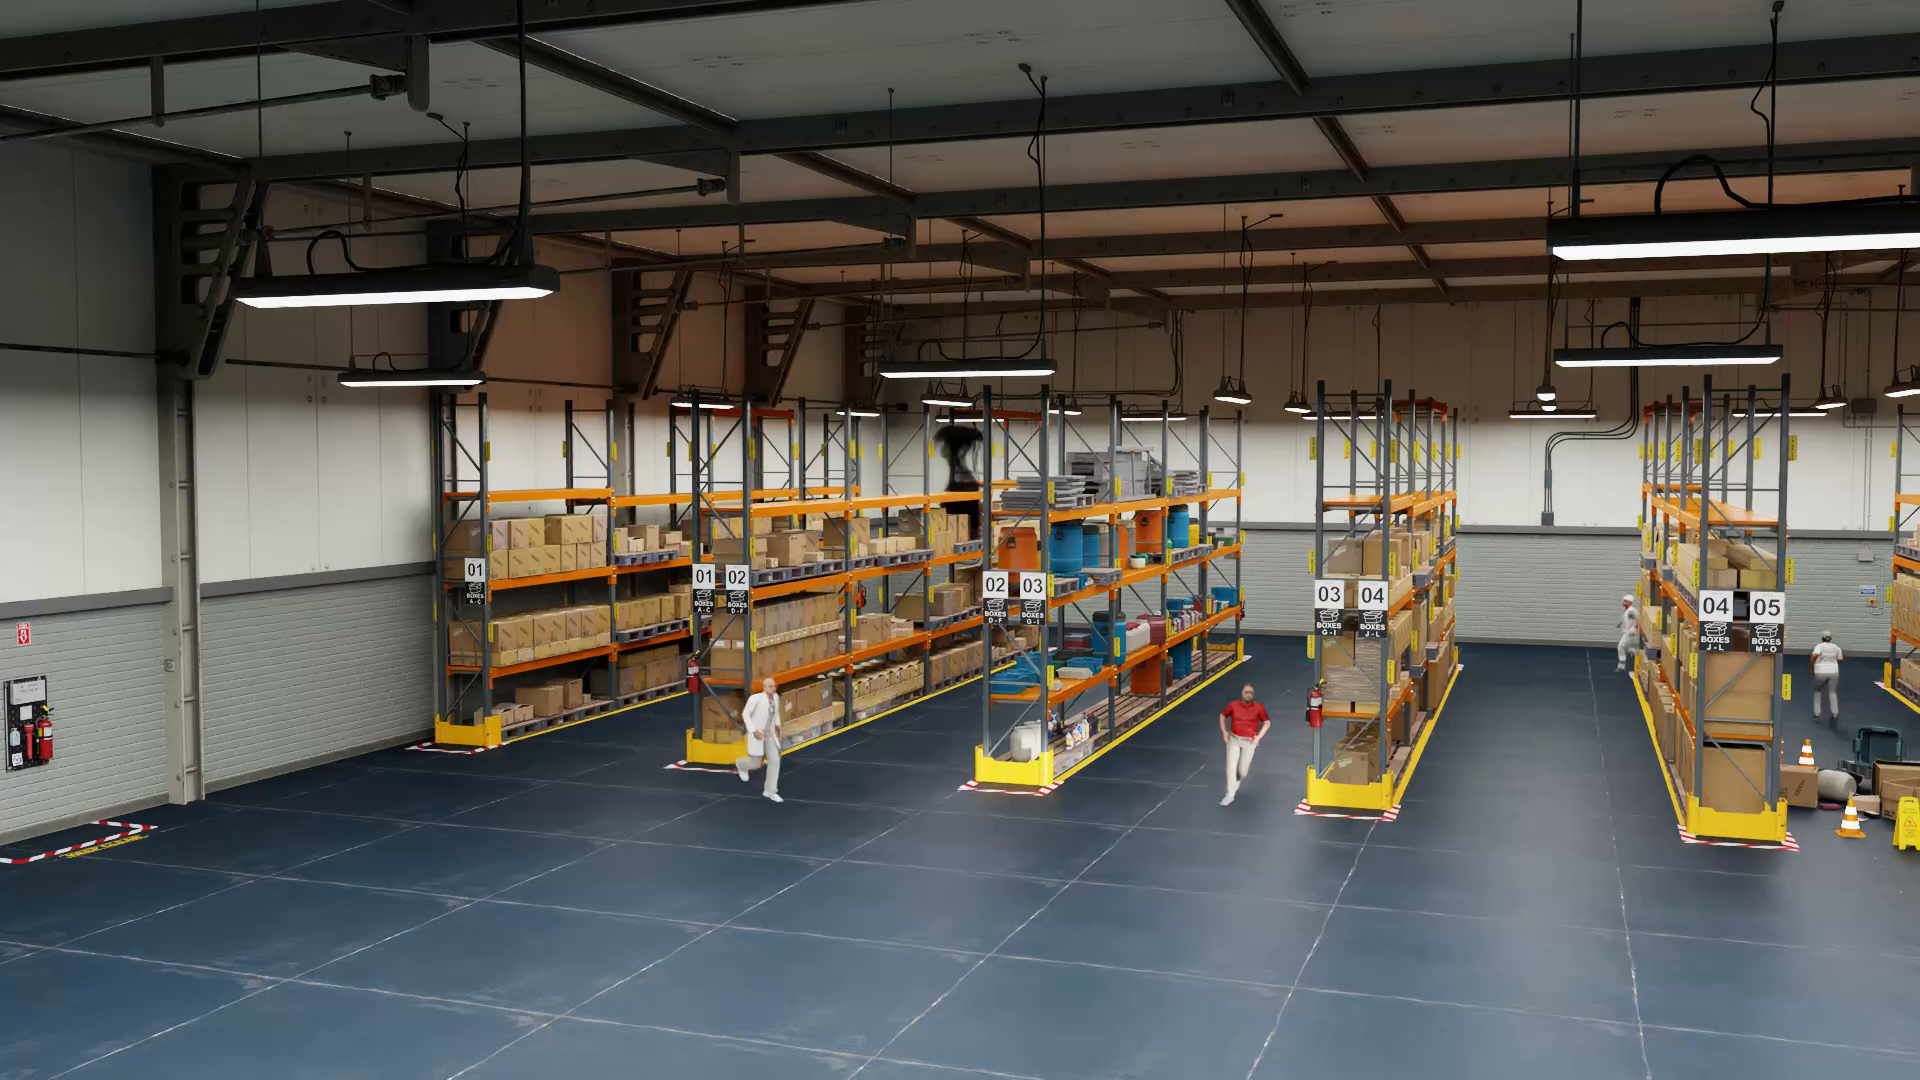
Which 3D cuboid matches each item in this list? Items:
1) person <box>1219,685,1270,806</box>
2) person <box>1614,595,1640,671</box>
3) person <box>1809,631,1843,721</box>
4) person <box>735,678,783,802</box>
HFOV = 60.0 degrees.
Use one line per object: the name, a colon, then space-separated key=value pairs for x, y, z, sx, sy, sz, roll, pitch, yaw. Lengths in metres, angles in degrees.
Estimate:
person: x=4.068 y=2.904 z=23.795 sx=0.720 sy=1.686 sz=0.756 roll=1 pitch=3 yaw=10
person: x=15.292 y=2.141 z=37.812 sx=0.807 sy=1.801 sz=0.718 roll=0 pitch=3 yaw=-1
person: x=16.008 y=2.555 z=30.742 sx=0.616 sy=1.735 sz=0.751 roll=1 pitch=3 yaw=12
person: x=-2.897 y=2.890 z=24.113 sx=0.715 sy=1.732 sz=1.060 roll=-3 pitch=4 yaw=-42
